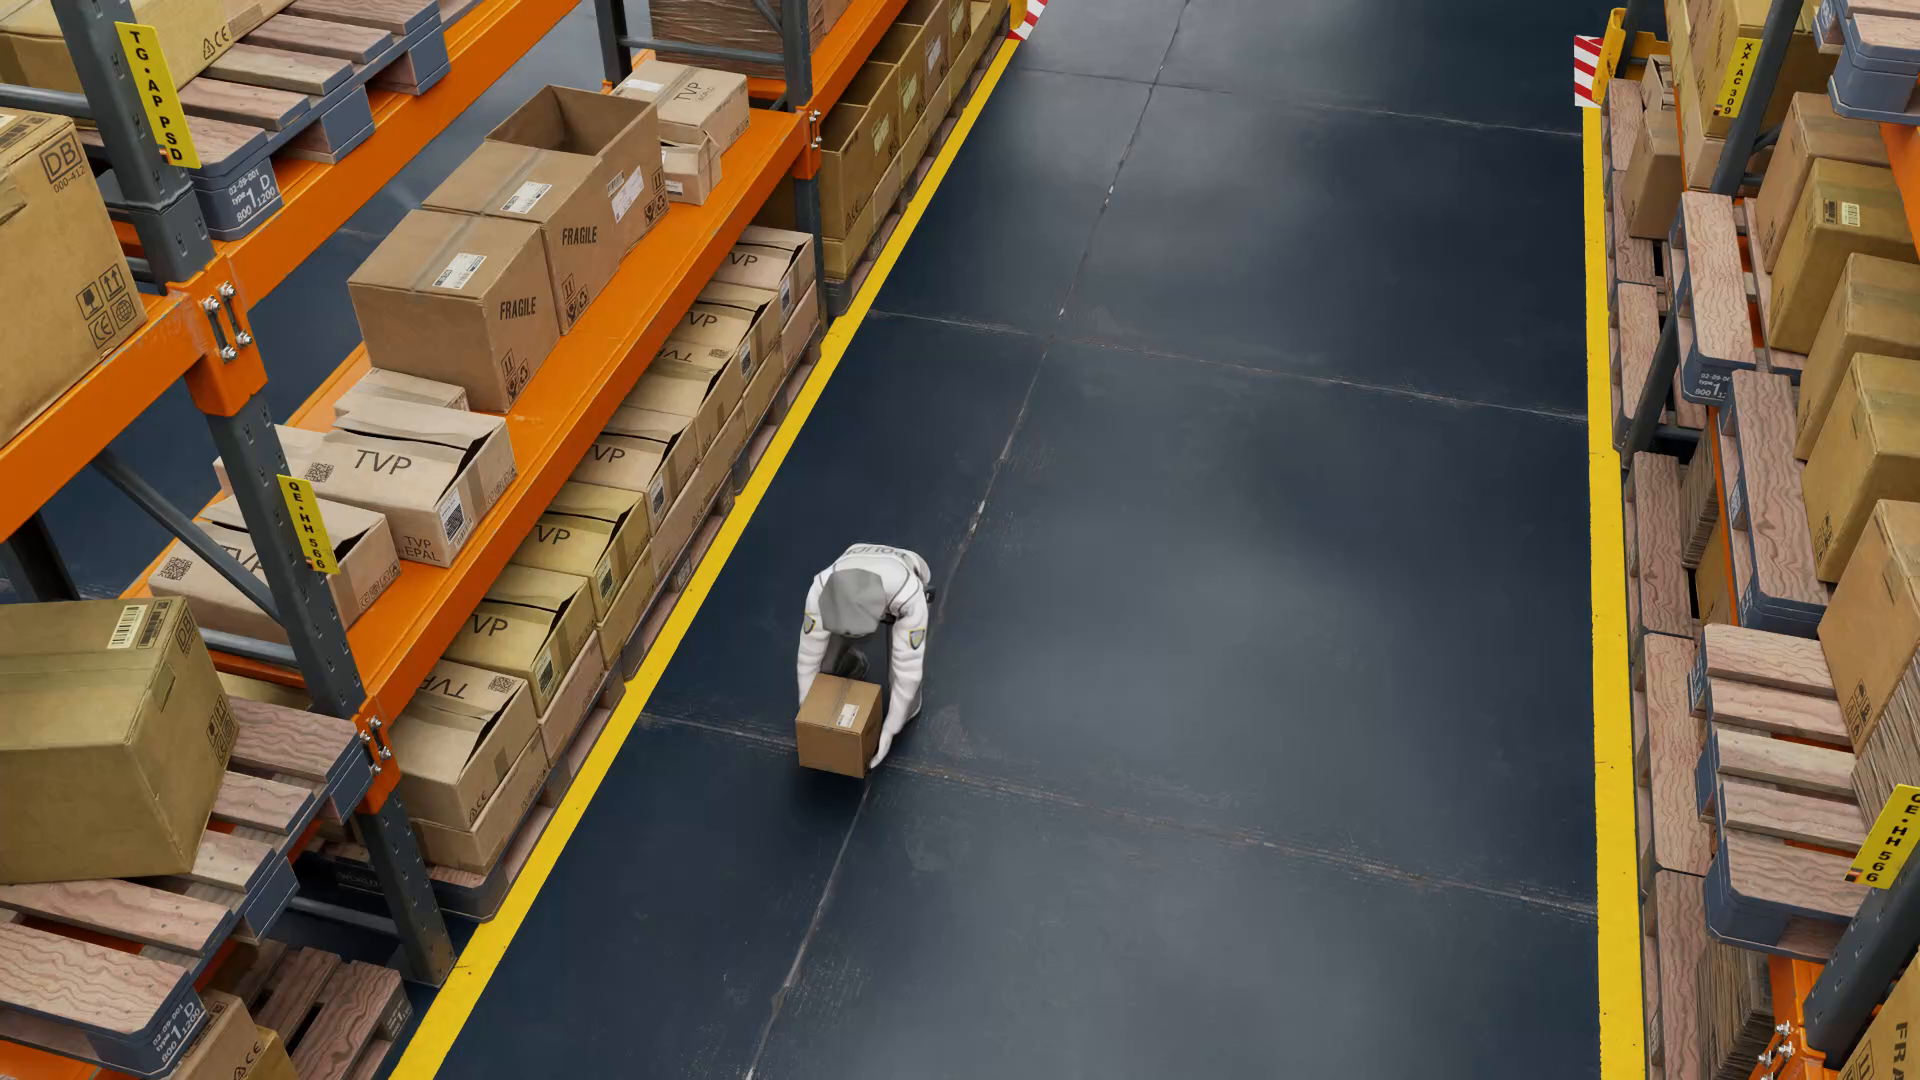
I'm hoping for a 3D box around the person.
[{"bbox_3d":[-0.336,0.340,6.301,0.495,0.974,0.828,10,42,11],"label":"person"}]
